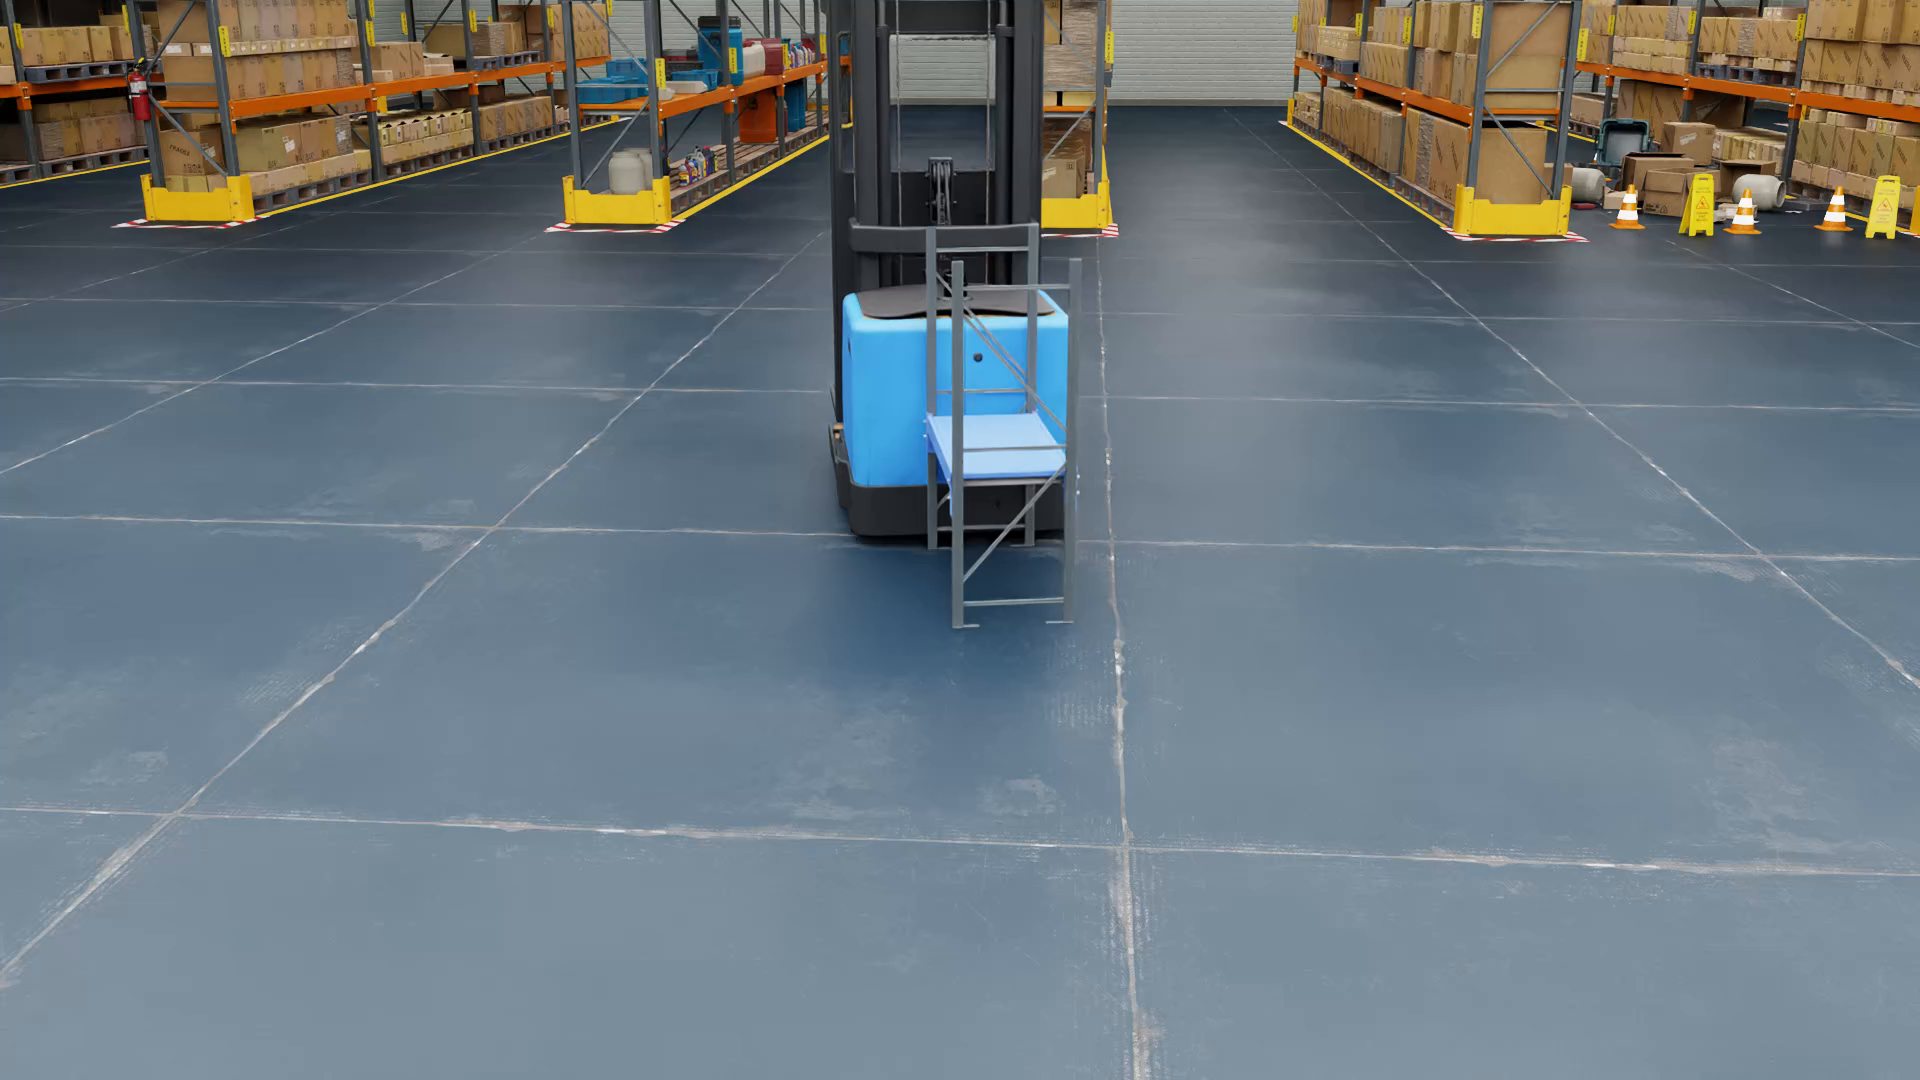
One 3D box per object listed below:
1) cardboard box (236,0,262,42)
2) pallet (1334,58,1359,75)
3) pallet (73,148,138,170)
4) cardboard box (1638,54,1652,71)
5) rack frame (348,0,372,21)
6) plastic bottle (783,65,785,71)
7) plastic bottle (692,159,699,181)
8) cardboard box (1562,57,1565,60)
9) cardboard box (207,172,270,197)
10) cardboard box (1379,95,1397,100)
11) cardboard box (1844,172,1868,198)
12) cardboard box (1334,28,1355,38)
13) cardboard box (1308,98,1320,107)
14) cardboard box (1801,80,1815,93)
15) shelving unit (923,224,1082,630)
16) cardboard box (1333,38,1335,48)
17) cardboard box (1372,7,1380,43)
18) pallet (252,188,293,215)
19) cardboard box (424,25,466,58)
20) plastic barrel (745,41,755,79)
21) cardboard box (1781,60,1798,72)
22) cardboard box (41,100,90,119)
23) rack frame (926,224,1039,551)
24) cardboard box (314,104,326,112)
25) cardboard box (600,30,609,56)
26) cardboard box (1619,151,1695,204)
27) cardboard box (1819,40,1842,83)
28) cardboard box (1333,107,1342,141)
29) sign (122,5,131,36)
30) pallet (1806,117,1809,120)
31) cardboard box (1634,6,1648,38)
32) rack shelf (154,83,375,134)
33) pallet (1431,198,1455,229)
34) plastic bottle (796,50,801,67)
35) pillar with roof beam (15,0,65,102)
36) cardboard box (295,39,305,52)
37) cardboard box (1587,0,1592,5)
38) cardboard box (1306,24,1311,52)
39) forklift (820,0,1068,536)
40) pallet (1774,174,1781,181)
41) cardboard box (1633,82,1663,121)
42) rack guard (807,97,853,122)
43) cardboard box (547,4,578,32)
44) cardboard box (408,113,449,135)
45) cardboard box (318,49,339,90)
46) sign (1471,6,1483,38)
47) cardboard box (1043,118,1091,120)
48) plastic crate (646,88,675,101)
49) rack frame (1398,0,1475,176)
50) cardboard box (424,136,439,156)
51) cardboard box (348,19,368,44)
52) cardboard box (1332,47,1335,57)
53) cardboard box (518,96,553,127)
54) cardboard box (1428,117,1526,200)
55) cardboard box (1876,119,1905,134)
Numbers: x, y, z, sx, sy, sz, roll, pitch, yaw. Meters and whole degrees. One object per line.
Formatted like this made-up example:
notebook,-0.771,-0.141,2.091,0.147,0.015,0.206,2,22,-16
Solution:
cardboard box,-8.726,-6.150,19.632,0.700,0.500,0.500,1,18,2
pallet,6.531,-7.415,26.042,1.213,0.211,1.003,1,18,4
pallet,-13.323,-5.810,25.316,1.003,0.211,1.213,1,18,4
cardboard box,11.389,-7.769,27.055,0.500,0.250,0.500,1,18,3
rack frame,-12.602,-10.241,34.358,1.000,3.000,0.127,1,18,4
plastic bottle,-2.872,-7.708,26.815,0.061,0.283,0.133,1,18,4
plastic bottle,-3.380,-4.719,21.183,0.097,0.271,0.097,0,18,0
cardboard box,11.775,-9.435,31.738,0.500,0.500,0.500,1,18,3
cardboard box,-8.548,-4.216,19.715,0.500,0.250,0.500,1,18,4
cardboard box,6.877,-6.859,26.174,0.500,0.250,0.500,0,18,1
cardboard box,10.824,-4.192,19.639,0.500,0.250,0.500,1,18,2
cardboard box,6.259,-8.209,26.932,0.380,0.149,0.250,2,18,7
cardboard box,6.652,-8.091,30.747,0.380,0.149,0.250,0,18,1
cardboard box,10.901,-5.751,21.059,0.380,0.149,0.250,1,18,4
shelving unit,0.158,-0.517,7.092,0.538,1.500,1.048,-2,18,-6
cardboard box,6.258,-8.068,26.979,0.380,0.149,0.250,2,18,5
cardboard box,6.544,-7.665,24.733,0.700,0.500,0.500,1,18,4
pallet,-8.795,-4.075,20.021,1.003,0.211,1.213,1,18,4
cardboard box,-8.302,-8.092,26.965,0.700,0.500,0.500,-5,19,-15
plastic barrel,-3.210,-7.011,24.285,0.433,0.535,0.433,0,18,0
cardboard box,11.006,-6.207,21.777,0.380,0.149,0.250,2,18,5
cardboard box,-13.364,-6.419,24.798,0.500,0.250,0.500,1,18,2
rack frame,0.099,-0.674,7.572,0.500,1.500,0.032,-2,18,-6
cardboard box,-12.694,-8.396,32.068,0.700,0.500,0.500,1,18,3
cardboard box,-7.421,-10.033,33.566,0.500,0.500,0.500,2,18,6
cardboard box,8.617,-4.489,20.597,0.797,0.637,0.503,1,18,4
cardboard box,10.922,-5.863,20.359,0.500,0.500,0.500,1,18,4
cardboard box,6.435,-6.830,27.289,0.500,0.500,0.500,0,18,1
sign,-9.348,-5.841,18.692,0.100,0.325,0.005,1,18,4
pallet,16.994,-7.981,31.943,1.003,0.211,1.213,1,18,4
cardboard box,11.452,-8.523,27.351,0.500,0.500,0.500,1,18,3
rack shelf,-8.664,-5.441,20.867,1.077,0.370,4.000,1,18,4
pallet,5.992,-3.722,18.944,1.003,0.211,1.213,1,18,4
plastic bottle,-2.802,-8.205,28.344,0.152,0.276,0.135,1,18,4
pillar with roof beam,-9.838,-10.126,24.375,9.100,9.000,0.400,1,18,4
cardboard box,-8.436,-6.194,20.806,0.380,0.149,0.250,2,18,6
cardboard box,11.679,-9.851,30.362,0.380,0.149,0.250,1,18,4
cardboard box,6.761,-9.345,30.988,0.500,0.500,0.500,1,18,2
forklift,-0.152,-1.825,8.787,1.130,2.935,3.031,-2,18,-6
pallet,11.298,-4.877,22.469,1.003,0.211,1.213,1,18,4
cardboard box,11.796,-7.160,27.695,0.875,0.875,0.875,2,18,6
rack guard,-2.732,-8.839,34.096,1.175,0.500,0.348,1,18,4
cardboard box,-7.559,-9.871,31.465,0.500,0.500,0.500,1,18,2
cardboard box,-8.096,-6.319,25.232,0.500,0.311,0.500,1,18,4
cardboard box,-8.578,-6.150,21.713,0.700,0.500,0.500,1,18,3
sign,5.472,-5.477,17.580,0.100,0.325,0.005,1,18,4
cardboard box,1.591,-6.064,24.921,0.700,0.500,0.500,0,18,-1
plastic crate,-3.482,-5.196,19.385,0.298,0.136,0.250,1,18,4
rack frame,6.299,-6.040,21.538,1.000,3.000,0.127,1,18,4
cardboard box,-8.135,-5.894,24.836,0.500,0.250,0.500,2,18,5
cardboard box,-12.629,-10.224,33.827,0.980,0.700,0.700,2,18,6
cardboard box,6.260,-7.924,27.017,0.380,0.149,0.250,2,18,6
cardboard box,-7.697,-7.750,30.066,0.500,0.500,0.500,1,18,4
cardboard box,6.056,-4.473,19.494,0.875,0.875,0.875,1,18,3
cardboard box,10.735,-4.724,19.018,0.380,0.149,0.250,2,18,5
